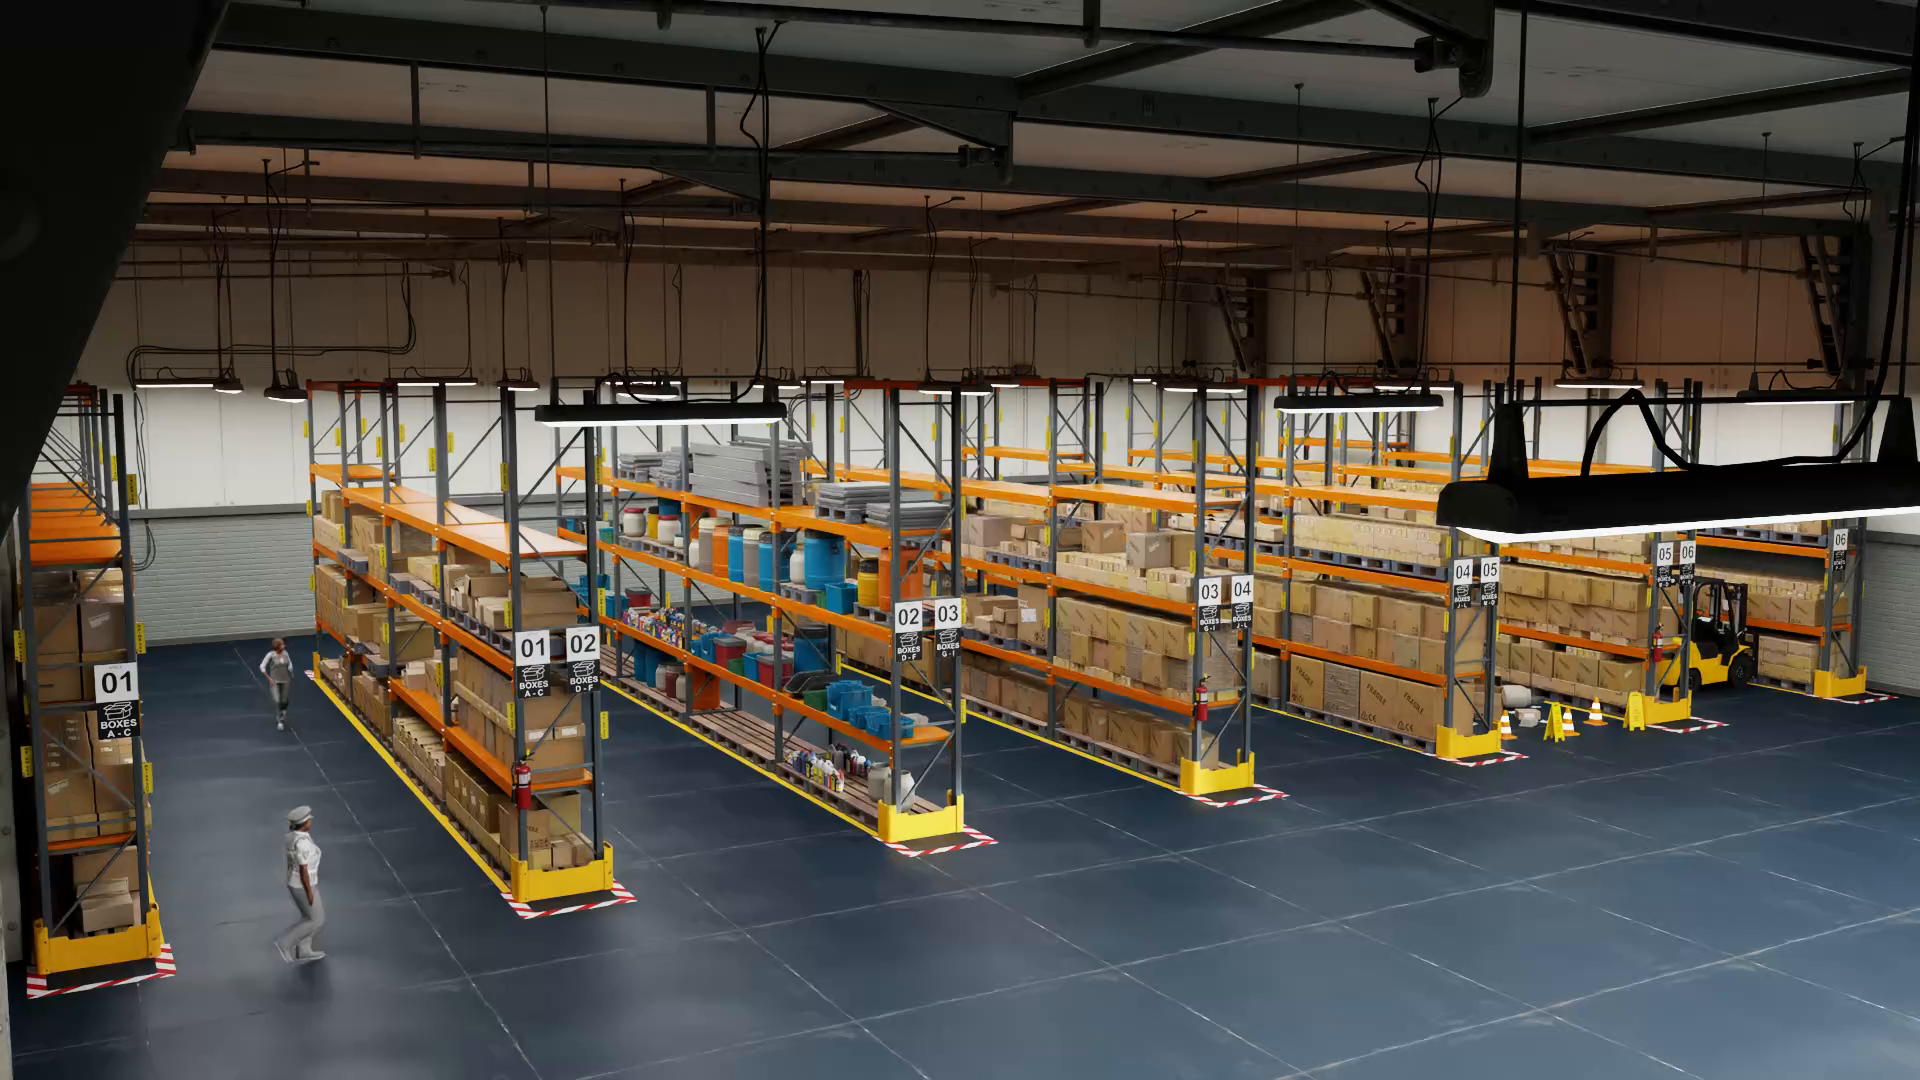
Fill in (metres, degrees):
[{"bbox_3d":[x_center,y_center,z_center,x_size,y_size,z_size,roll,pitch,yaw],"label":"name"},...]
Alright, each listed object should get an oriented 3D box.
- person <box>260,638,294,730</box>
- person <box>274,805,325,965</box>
[{"bbox_3d":[-11.914,2.486,29.002,0.541,1.590,0.648,-3,7,-26],"label":"person"},{"bbox_3d":[-6.951,3.626,17.434,0.515,1.674,0.461,-3,7,-28],"label":"person"}]
